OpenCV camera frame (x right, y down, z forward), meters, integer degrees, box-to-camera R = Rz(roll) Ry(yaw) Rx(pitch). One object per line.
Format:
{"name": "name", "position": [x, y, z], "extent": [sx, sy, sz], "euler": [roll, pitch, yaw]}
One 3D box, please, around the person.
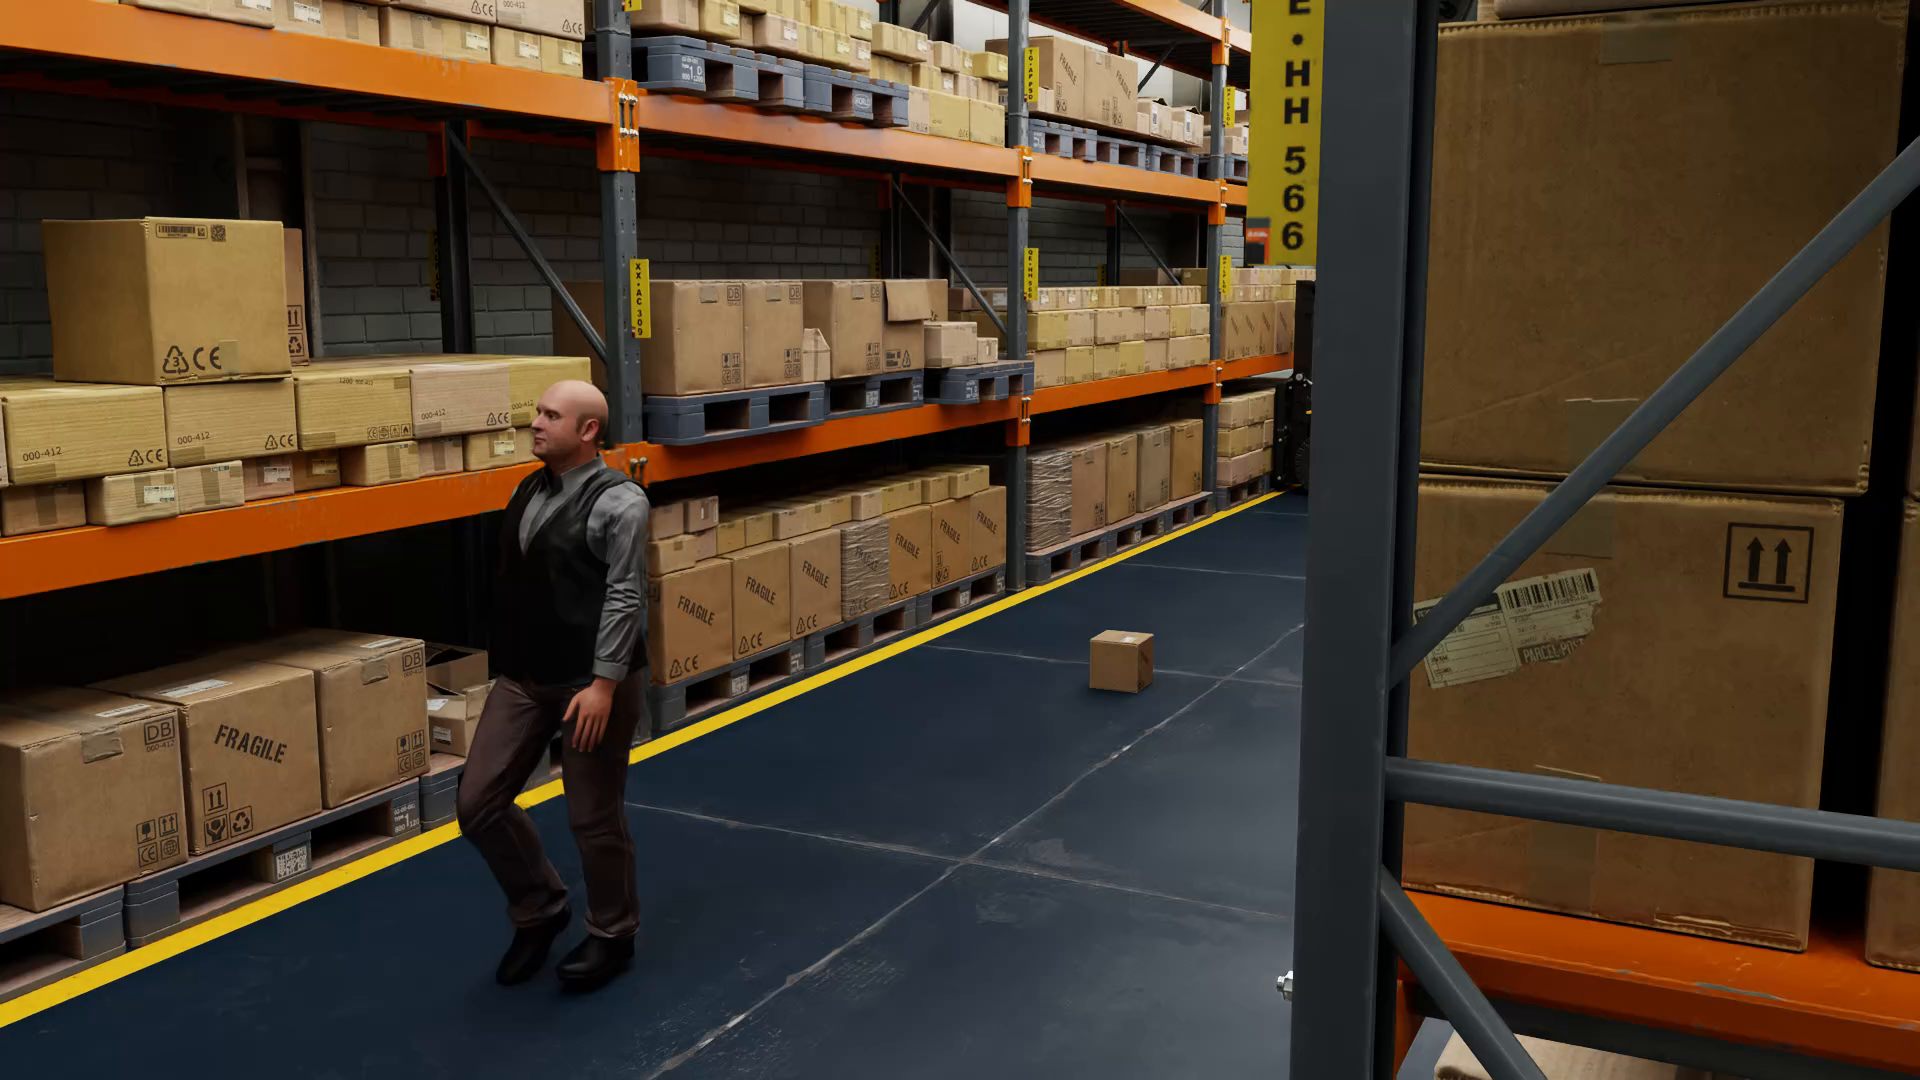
{"name": "person", "position": [-1.129, 0.433, 4.688], "extent": [0.537, 1.756, 0.478], "euler": [5, 10, 29]}
